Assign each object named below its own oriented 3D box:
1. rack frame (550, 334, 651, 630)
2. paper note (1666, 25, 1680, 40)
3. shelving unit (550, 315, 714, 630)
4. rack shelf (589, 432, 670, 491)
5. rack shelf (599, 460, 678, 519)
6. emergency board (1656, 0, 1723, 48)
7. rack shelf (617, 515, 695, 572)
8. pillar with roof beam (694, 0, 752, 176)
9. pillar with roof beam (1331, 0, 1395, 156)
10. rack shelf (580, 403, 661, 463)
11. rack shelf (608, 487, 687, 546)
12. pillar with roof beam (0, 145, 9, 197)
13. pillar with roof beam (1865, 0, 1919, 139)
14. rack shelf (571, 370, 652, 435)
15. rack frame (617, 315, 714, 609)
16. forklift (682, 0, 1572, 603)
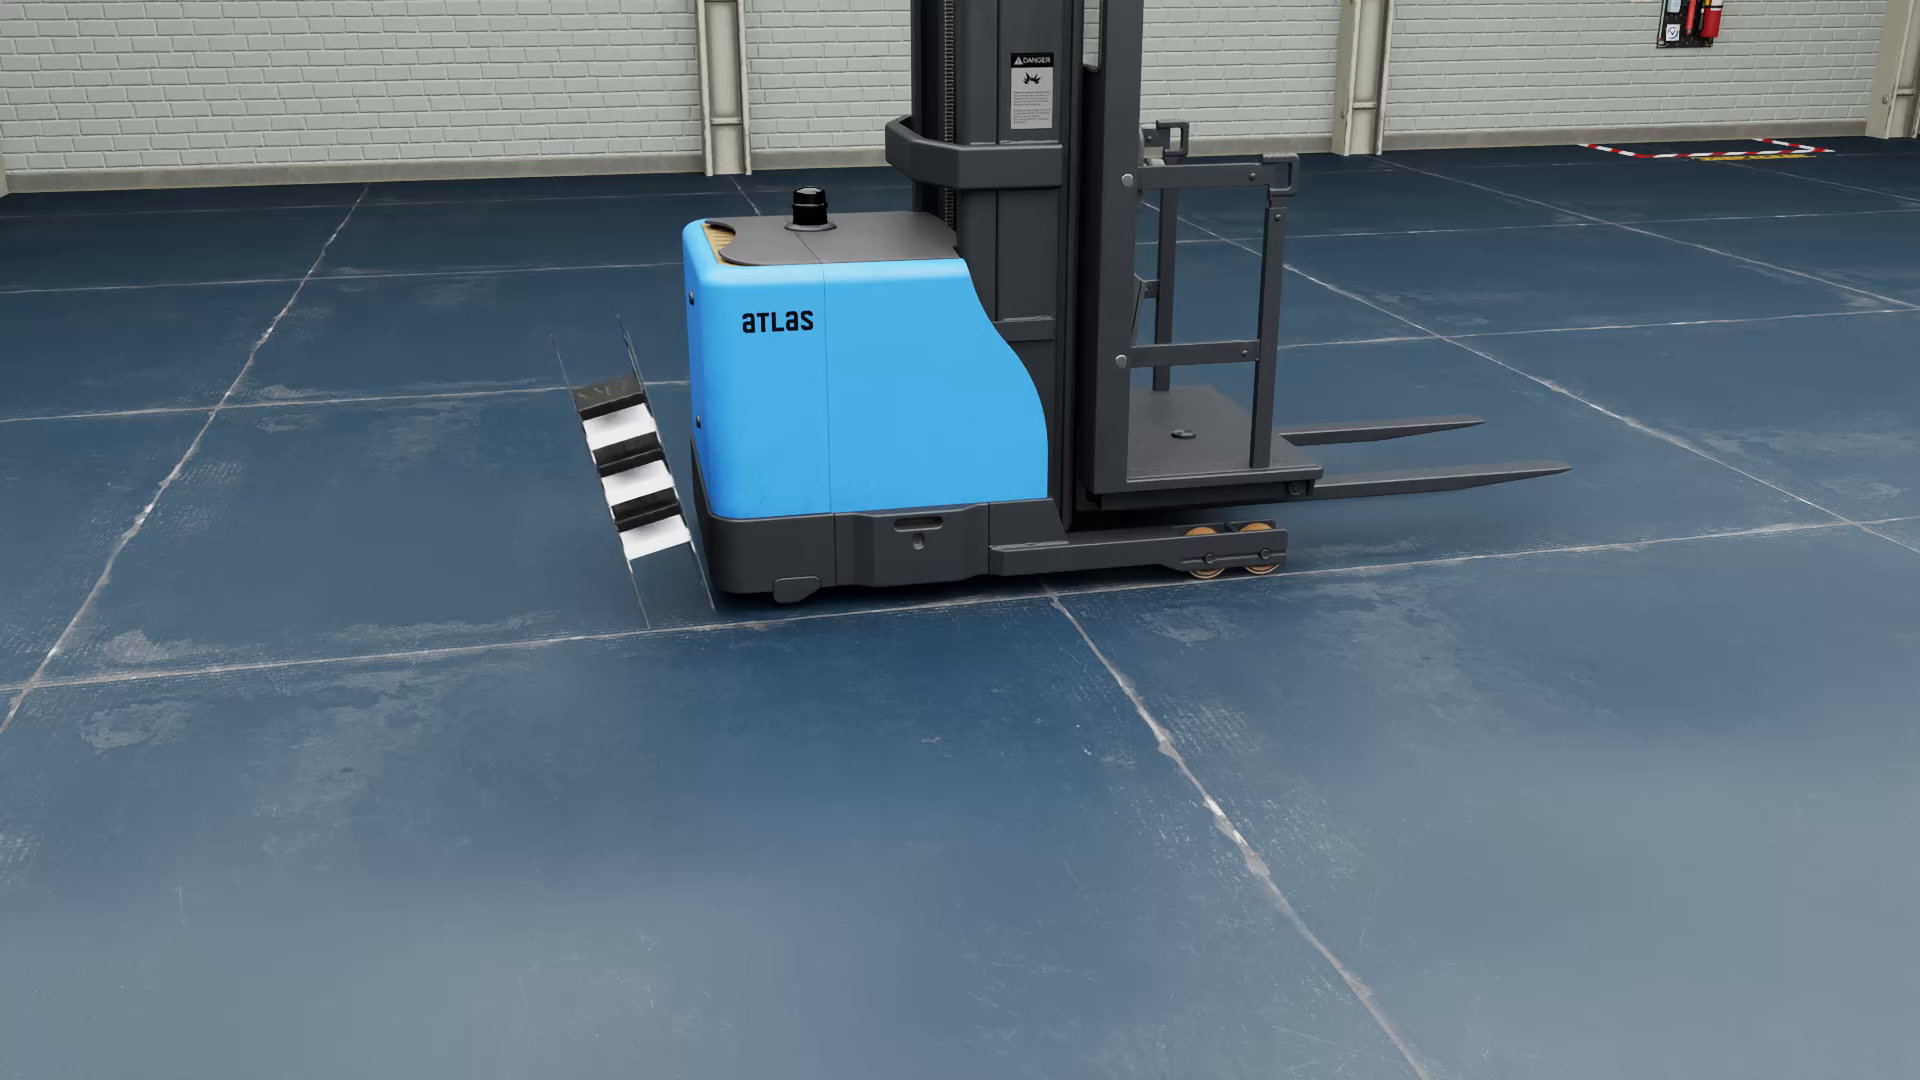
[{"bbox_3d":[-1.078,-0.167,4.992,0.006,0.900,0.240,-19,24,-11],"label":"rack frame"},{"bbox_3d":[7.029,-5.003,16.391,0.142,0.148,0.016,-5,21,-12],"label":"paper note"},{"bbox_3d":[-0.984,-0.199,5.012,0.210,0.900,0.258,-19,24,-11],"label":"shelving unit"},{"bbox_3d":[-0.996,-0.249,4.989,0.200,0.077,0.258,-19,24,-11],"label":"rack shelf"},{"bbox_3d":[-0.976,-0.169,5.025,0.200,0.077,0.258,-19,24,-11],"label":"rack shelf"},{"bbox_3d":[7.218,-5.407,16.215,0.643,1.169,0.194,-5,21,-12],"label":"emergency board"},{"bbox_3d":[-0.938,-0.008,5.097,0.200,0.077,0.258,-19,24,-11],"label":"rack shelf"},{"bbox_3d":[-1.056,-6.016,9.156,0.400,9.000,9.100,-5,21,-12],"label":"pillar with roof beam"},{"bbox_3d":[4.783,-6.491,10.452,0.400,9.000,9.100,-5,21,-12],"label":"pillar with roof beam"},{"bbox_3d":[-1.015,-0.329,4.953,0.200,0.077,0.258,-19,24,-11],"label":"rack shelf"},{"bbox_3d":[-0.957,-0.089,5.061,0.200,0.077,0.258,-19,24,-11],"label":"rack shelf"},{"bbox_3d":[-6.895,-5.541,7.859,0.400,9.000,9.100,-5,21,-12],"label":"pillar with roof beam"},{"bbox_3d":[10.622,-6.966,11.748,0.400,9.000,9.100,-5,21,-12],"label":"pillar with roof beam"},{"bbox_3d":[-1.034,-0.410,4.918,0.200,0.077,0.258,-19,24,-11],"label":"rack shelf"},{"bbox_3d":[-0.889,-0.230,5.032,0.006,0.900,0.240,-19,24,-11],"label":"rack frame"},{"bbox_3d":[0.610,-1.422,5.435,3.031,2.935,1.130,-4,21,-12],"label":"forklift"}]
